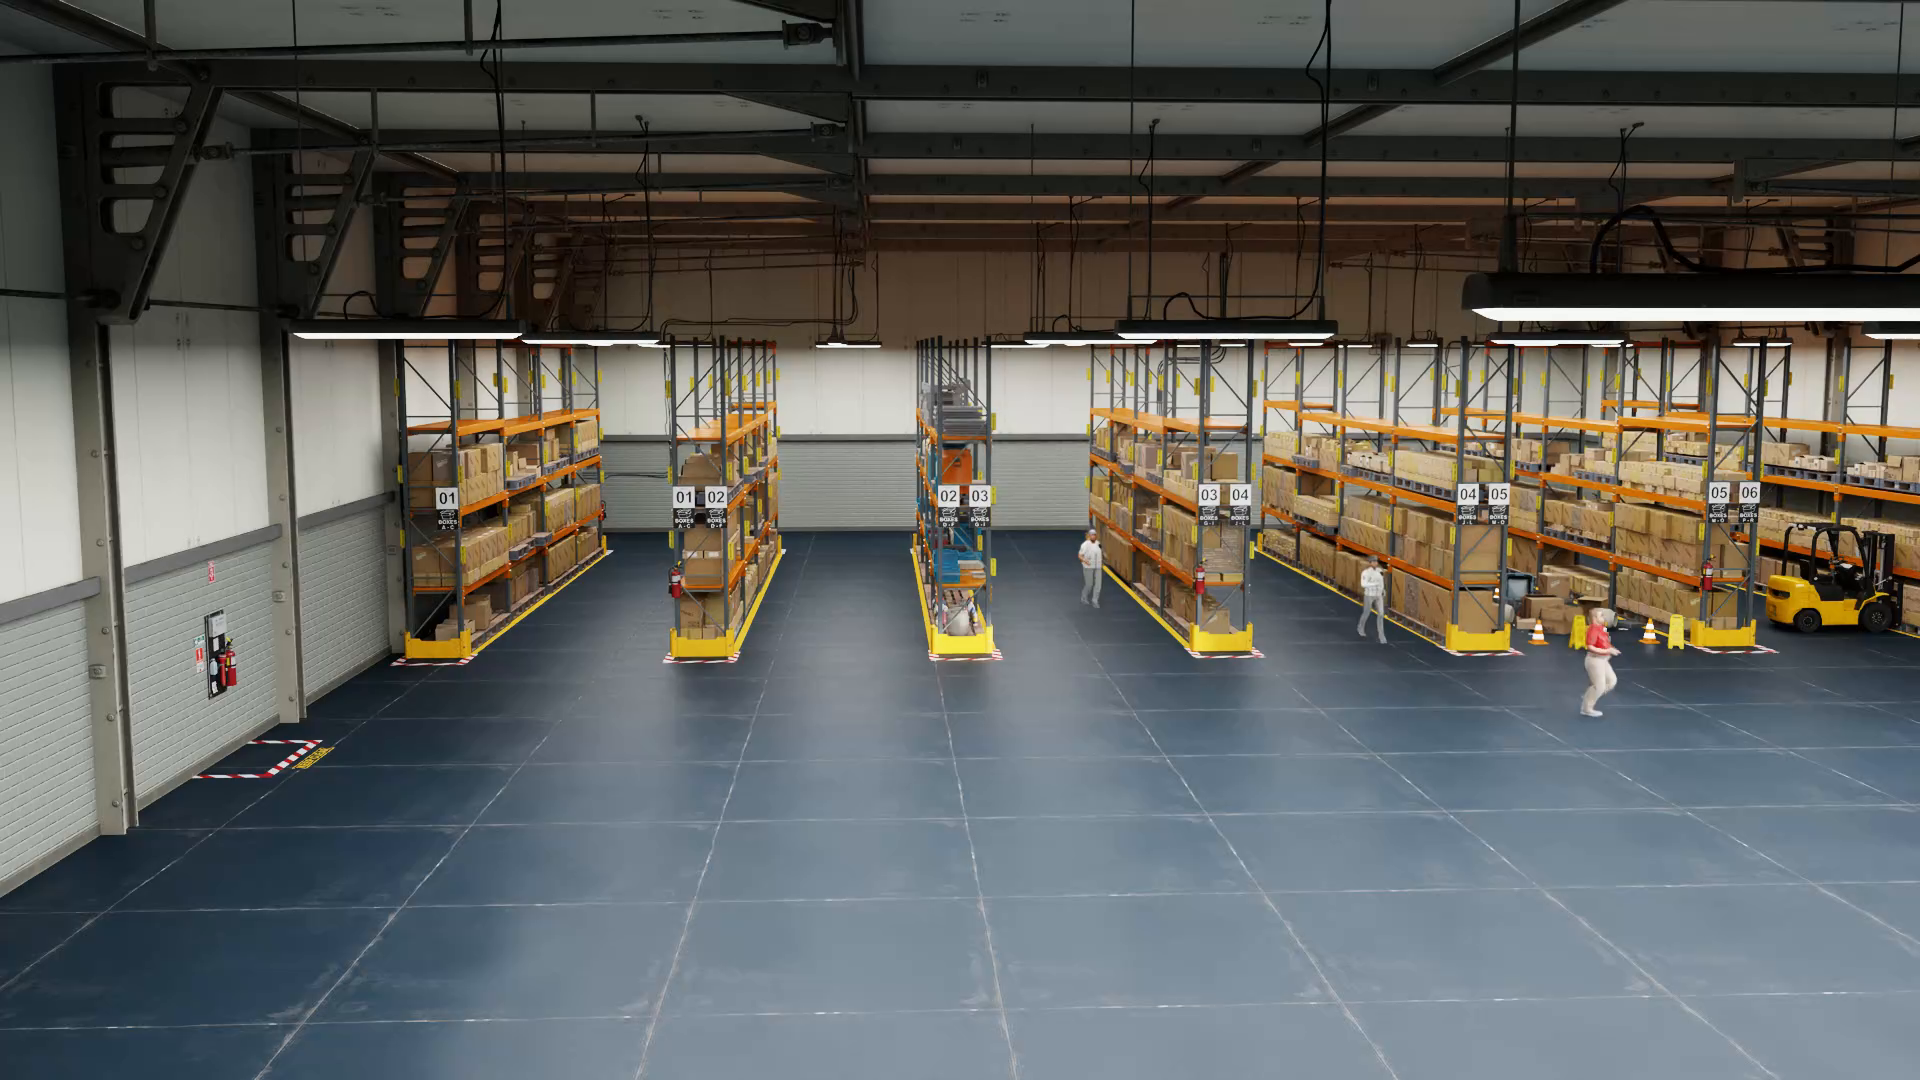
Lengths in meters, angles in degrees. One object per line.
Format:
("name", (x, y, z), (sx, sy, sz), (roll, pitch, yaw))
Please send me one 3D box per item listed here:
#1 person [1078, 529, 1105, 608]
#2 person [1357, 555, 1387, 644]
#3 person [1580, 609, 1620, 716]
("person", (2.827, 0.602, 35.462), (0.608, 1.659, 0.687), (-2, 7, -19))
("person", (8.174, 1.131, 32.898), (0.598, 1.715, 0.884), (-2, 7, -13))
("person", (10.043, 1.926, 26.040), (0.602, 1.688, 0.650), (4, 8, 32))
